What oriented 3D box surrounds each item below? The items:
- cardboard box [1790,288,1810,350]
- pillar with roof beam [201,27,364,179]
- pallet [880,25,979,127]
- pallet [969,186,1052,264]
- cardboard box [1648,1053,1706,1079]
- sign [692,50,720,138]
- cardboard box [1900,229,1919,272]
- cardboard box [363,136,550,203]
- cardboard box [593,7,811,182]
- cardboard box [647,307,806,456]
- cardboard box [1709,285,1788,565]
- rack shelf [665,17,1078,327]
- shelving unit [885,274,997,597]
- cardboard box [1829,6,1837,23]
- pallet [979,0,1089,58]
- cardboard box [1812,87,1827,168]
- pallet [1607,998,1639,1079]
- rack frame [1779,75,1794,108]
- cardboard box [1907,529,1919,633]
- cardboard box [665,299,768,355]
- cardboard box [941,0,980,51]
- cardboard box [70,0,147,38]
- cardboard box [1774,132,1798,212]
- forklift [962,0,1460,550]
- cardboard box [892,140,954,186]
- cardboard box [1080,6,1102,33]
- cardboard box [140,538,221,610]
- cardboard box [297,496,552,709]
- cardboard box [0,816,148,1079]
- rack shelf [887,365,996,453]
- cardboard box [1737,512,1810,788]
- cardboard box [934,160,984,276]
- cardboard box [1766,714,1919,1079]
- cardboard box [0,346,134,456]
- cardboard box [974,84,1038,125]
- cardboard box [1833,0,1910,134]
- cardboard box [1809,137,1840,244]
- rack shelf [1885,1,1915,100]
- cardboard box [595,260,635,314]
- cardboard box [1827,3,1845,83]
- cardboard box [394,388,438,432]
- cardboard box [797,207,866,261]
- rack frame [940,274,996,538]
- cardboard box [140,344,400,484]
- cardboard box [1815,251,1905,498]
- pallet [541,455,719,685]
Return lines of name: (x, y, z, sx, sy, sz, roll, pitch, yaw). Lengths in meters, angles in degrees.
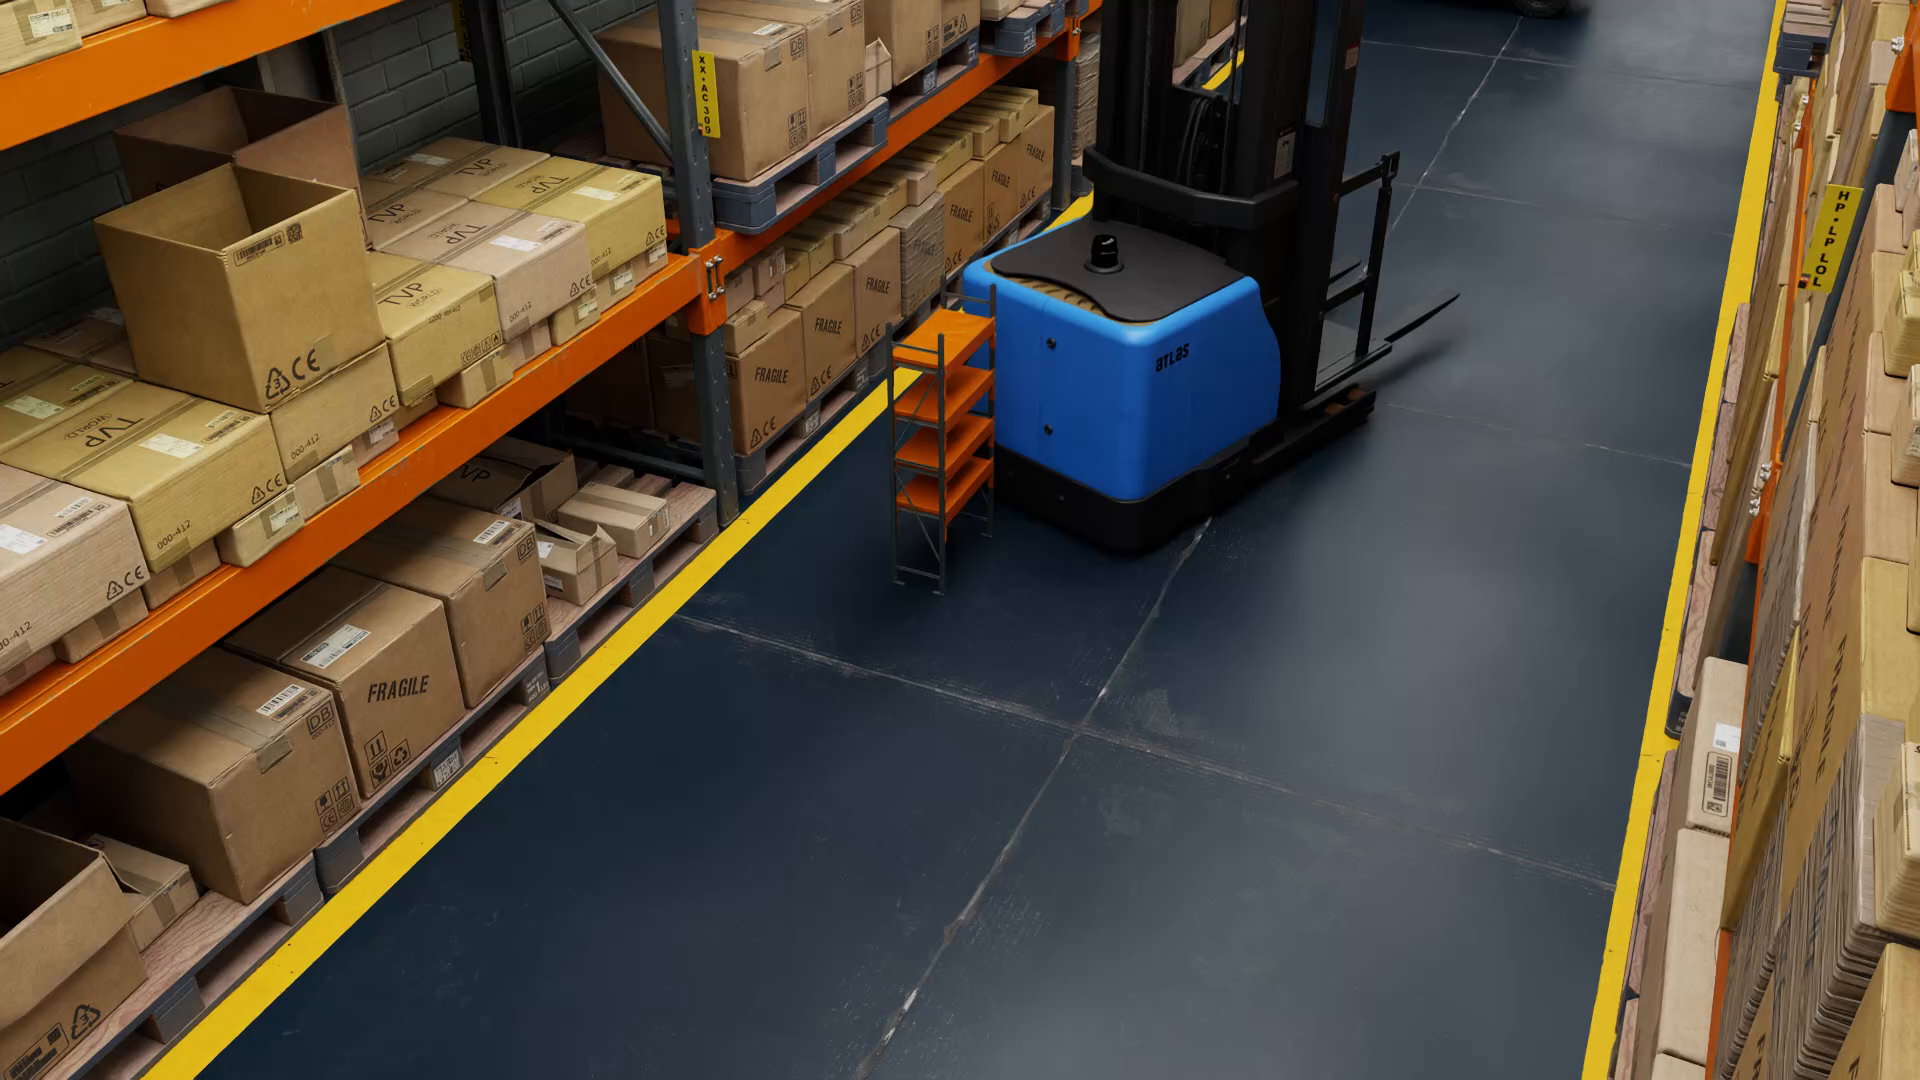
cardboard box: (3.222, -0.781, 5.843, 0.500, 0.250, 0.500, 14, 36, 20)
pillar with roof beam: (1.339, -2.827, 3.355, 9.100, 9.000, 0.400, 14, 36, 20)
pallet: (-0.597, -2.388, 8.332, 1.003, 0.211, 1.213, 14, 36, 20)
pallet: (-0.134, -1.909, 9.969, 1.003, 0.211, 1.213, 14, 36, 20)
cardboard box: (1.936, 1.769, 3.770, 0.875, 0.438, 0.875, 15, 36, 22)
sign: (-0.965, -1.688, 6.299, 0.100, 0.325, 0.005, 14, 36, 20)
cardboard box: (2.360, -0.565, 3.781, 0.380, 0.149, 0.250, 14, 36, 20)
cardboard box: (-1.913, -1.323, 6.398, 0.500, 0.250, 0.500, 14, 36, 20)
cardboard box: (-1.055, -1.853, 6.867, 0.700, 0.500, 0.500, 15, 36, 22)
cardboard box: (-1.054, -0.766, 7.579, 0.500, 0.500, 0.500, 16, 36, 23)
cardboard box: (3.607, -0.375, 6.641, 0.875, 0.875, 0.875, 15, 36, 22)
rack shelf: (-0.624, -2.141, 8.436, 1.077, 0.370, 4.000, 14, 36, 20)
shelving unit: (-0.069, -0.419, 6.795, 0.258, 1.200, 0.503, 14, 36, 20)
cardboard box: (4.693, -2.739, 8.538, 0.380, 0.149, 0.250, 15, 36, 21)
pallet: (-0.007, -3.004, 9.271, 1.213, 0.211, 1.003, 14, 36, 20)
cardboard box: (4.091, -1.793, 7.386, 0.500, 0.250, 0.500, 13, 35, 19)
pallet: (2.151, 1.827, 4.271, 1.003, 0.211, 1.213, 14, 36, 20)
rack frame: (6.396, -4.294, 11.063, 1.000, 3.000, 0.127, 14, 36, 20)
cardboard box: (1.828, 0.079, 2.800, 0.380, 0.149, 0.250, 15, 36, 22)
cardboard box: (-1.069, -0.965, 7.292, 0.380, 0.149, 0.250, 16, 36, 23)
cardboard box: (-0.302, -2.802, 8.310, 0.797, 0.503, 0.637, 13, 36, 19)
cardboard box: (-2.233, -1.339, 4.050, 0.380, 0.149, 0.250, 14, 36, 20)
cardboard box: (5.269, -2.027, 9.619, 0.950, 0.372, 0.625, 13, 36, 20)
forklift: (1.379, -1.894, 7.466, 1.130, 2.935, 3.031, 28, 42, 35)
cardboard box: (-0.256, -2.026, 8.910, 0.380, 0.149, 0.250, 14, 36, 20)
cardboard box: (0.752, -3.256, 11.262, 0.875, 0.625, 0.625, 15, 36, 22)
cardboard box: (-2.337, 0.029, 4.700, 0.380, 0.149, 0.250, 15, 36, 21)
cardboard box: (-1.965, 0.199, 6.108, 0.700, 0.500, 0.500, 13, 35, 19)
cardboard box: (-2.792, 1.131, 4.683, 0.797, 0.503, 0.637, 13, 35, 19)
rack shelf: (-0.069, -0.550, 6.709, 0.258, 0.148, 0.480, 14, 36, 20)
cardboard box: (2.187, 0.318, 3.938, 0.500, 0.500, 0.500, 14, 36, 21)
cardboard box: (-0.204, -1.801, 9.157, 0.500, 0.500, 0.500, 16, 36, 23)
cardboard box: (1.553, 0.661, 2.503, 0.500, 0.500, 0.500, 14, 36, 21)
cardboard box: (-2.755, -0.308, 4.849, 0.500, 0.250, 0.500, 15, 36, 22)
cardboard box: (0.236, -2.536, 9.687, 0.380, 0.149, 0.250, 12, 35, 18)
cardboard box: (3.651, -1.818, 6.284, 0.500, 0.500, 0.500, 15, 36, 21)
cardboard box: (3.426, -1.241, 6.088, 0.500, 0.250, 0.500, 15, 36, 22)
rack shelf: (3.886, -2.259, 5.880, 1.077, 0.370, 4.000, 14, 36, 20)
cardboard box: (-1.454, -0.990, 6.253, 0.380, 0.149, 0.250, 15, 36, 22)
cardboard box: (4.286, -2.252, 7.630, 0.500, 0.250, 0.500, 14, 36, 20)
cardboard box: (-1.966, -0.494, 5.497, 0.380, 0.149, 0.250, 15, 36, 21)
cardboard box: (-0.686, -1.507, 8.118, 0.380, 0.149, 0.250, 14, 36, 20)
rack frame: (0.033, -0.541, 6.981, 0.240, 1.200, 0.015, 14, 36, 20)
cardboard box: (-2.085, -0.444, 5.057, 0.500, 0.250, 0.500, 13, 36, 19)
cardboard box: (2.413, -0.338, 4.026, 0.500, 0.500, 0.500, 14, 36, 20)
pallet: (-1.749, 0.062, 6.963, 1.003, 0.211, 1.213, 14, 36, 20)
